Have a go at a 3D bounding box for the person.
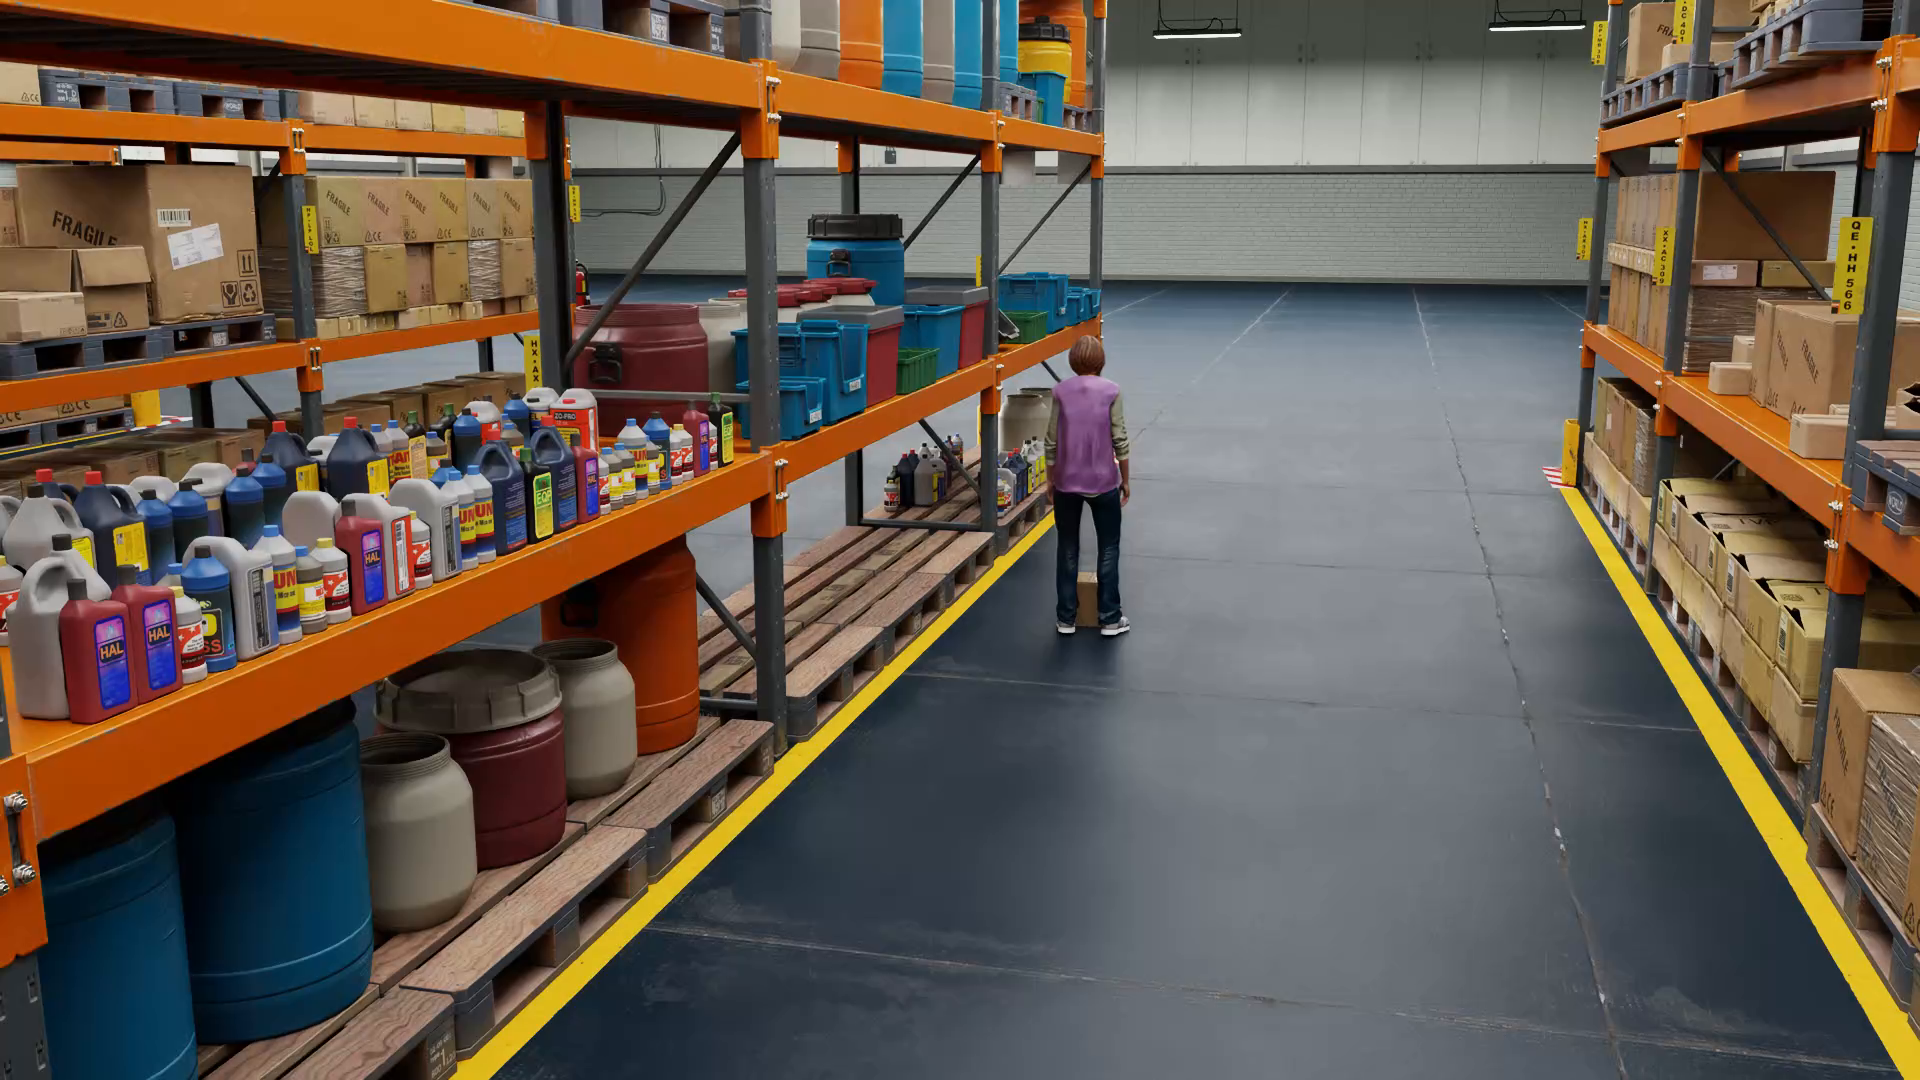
[{"bbox_3d":[0.675,-0.283,8.840,0.463,1.593,0.344,3,12,14],"label":"person"}]
